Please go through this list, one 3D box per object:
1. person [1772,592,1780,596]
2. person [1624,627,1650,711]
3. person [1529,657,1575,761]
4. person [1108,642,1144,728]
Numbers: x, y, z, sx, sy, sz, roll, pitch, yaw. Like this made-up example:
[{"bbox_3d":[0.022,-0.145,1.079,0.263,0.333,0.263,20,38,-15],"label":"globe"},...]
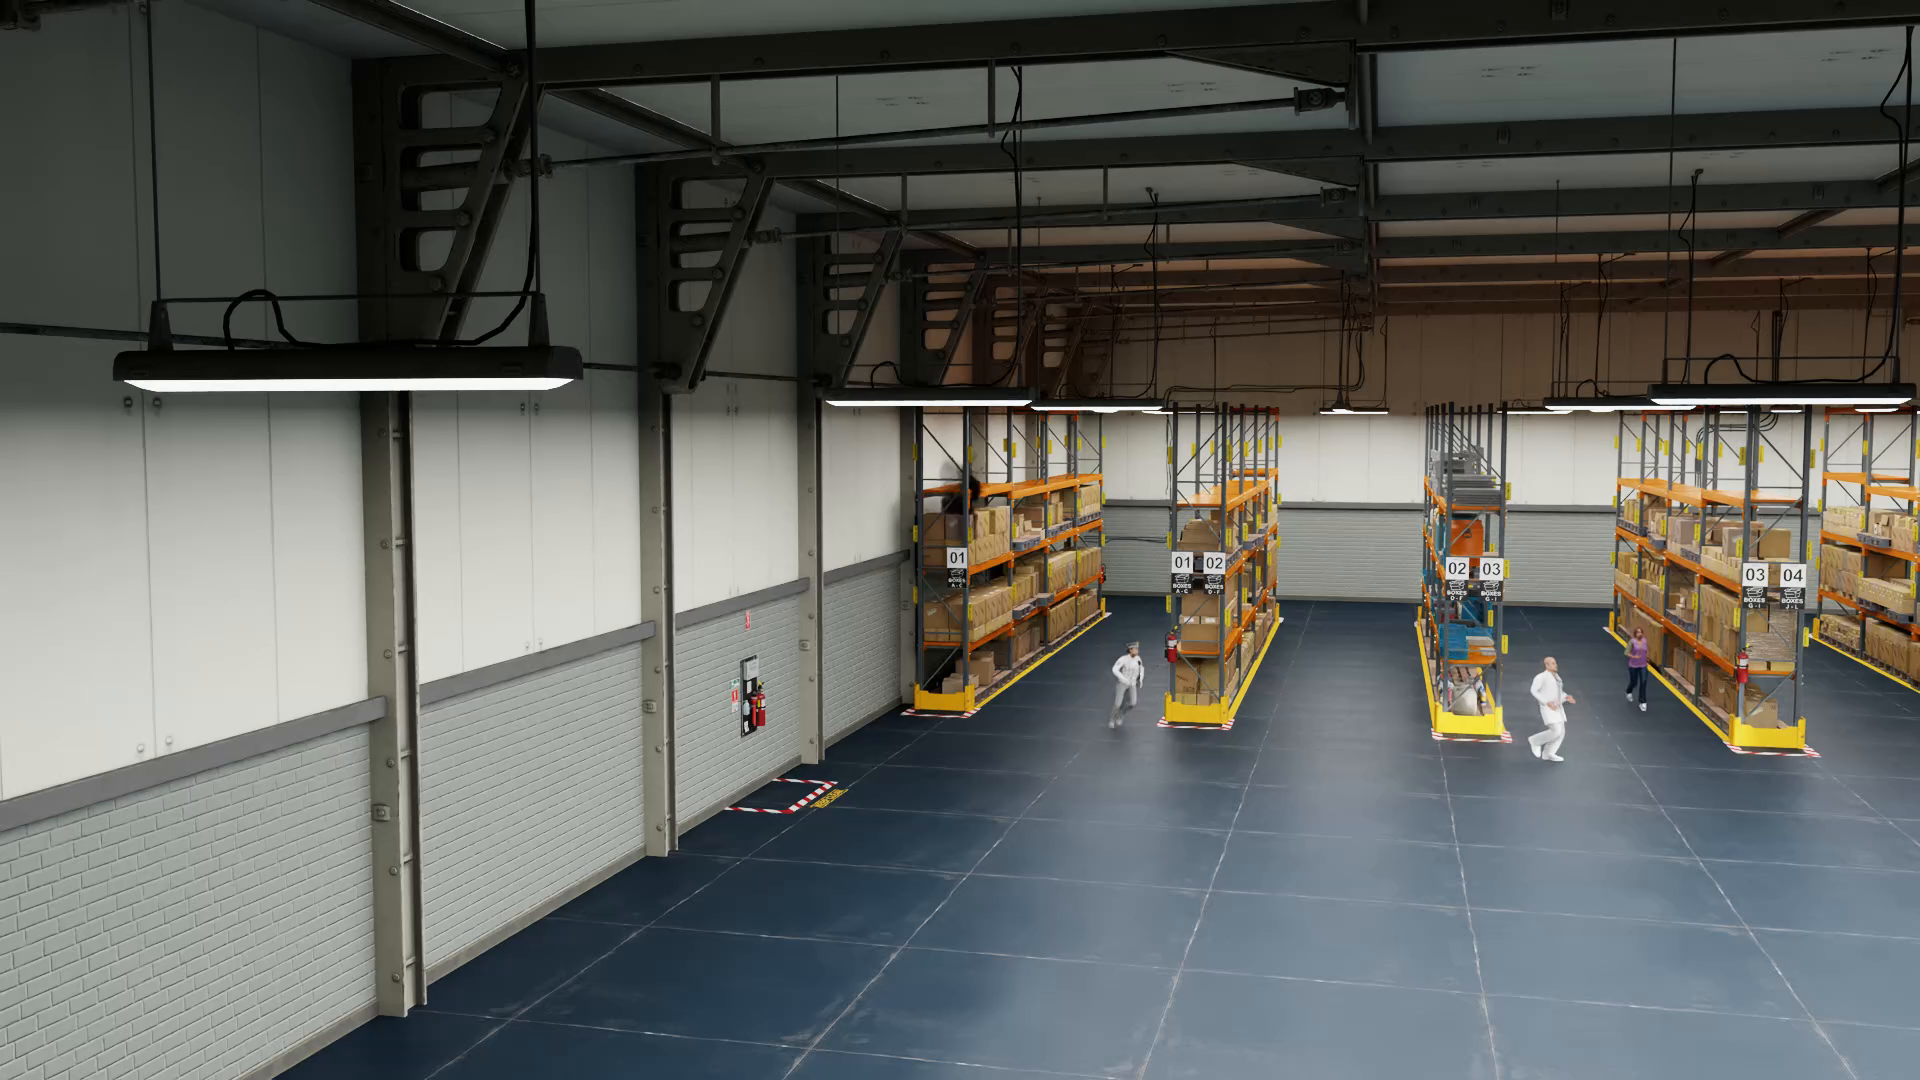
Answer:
[{"bbox_3d":[21.347,1.624,44.101,0.552,1.654,0.837,-3,5,-31],"label":"person"},{"bbox_3d":[13.323,2.502,32.710,0.538,1.605,0.877,0,4,3],"label":"person"},{"bbox_3d":[9.836,2.812,27.663,0.708,1.726,0.660,-4,6,-42],"label":"person"},{"bbox_3d":[3.125,2.669,30.688,0.734,1.599,0.582,-1,4,-18],"label":"person"}]
